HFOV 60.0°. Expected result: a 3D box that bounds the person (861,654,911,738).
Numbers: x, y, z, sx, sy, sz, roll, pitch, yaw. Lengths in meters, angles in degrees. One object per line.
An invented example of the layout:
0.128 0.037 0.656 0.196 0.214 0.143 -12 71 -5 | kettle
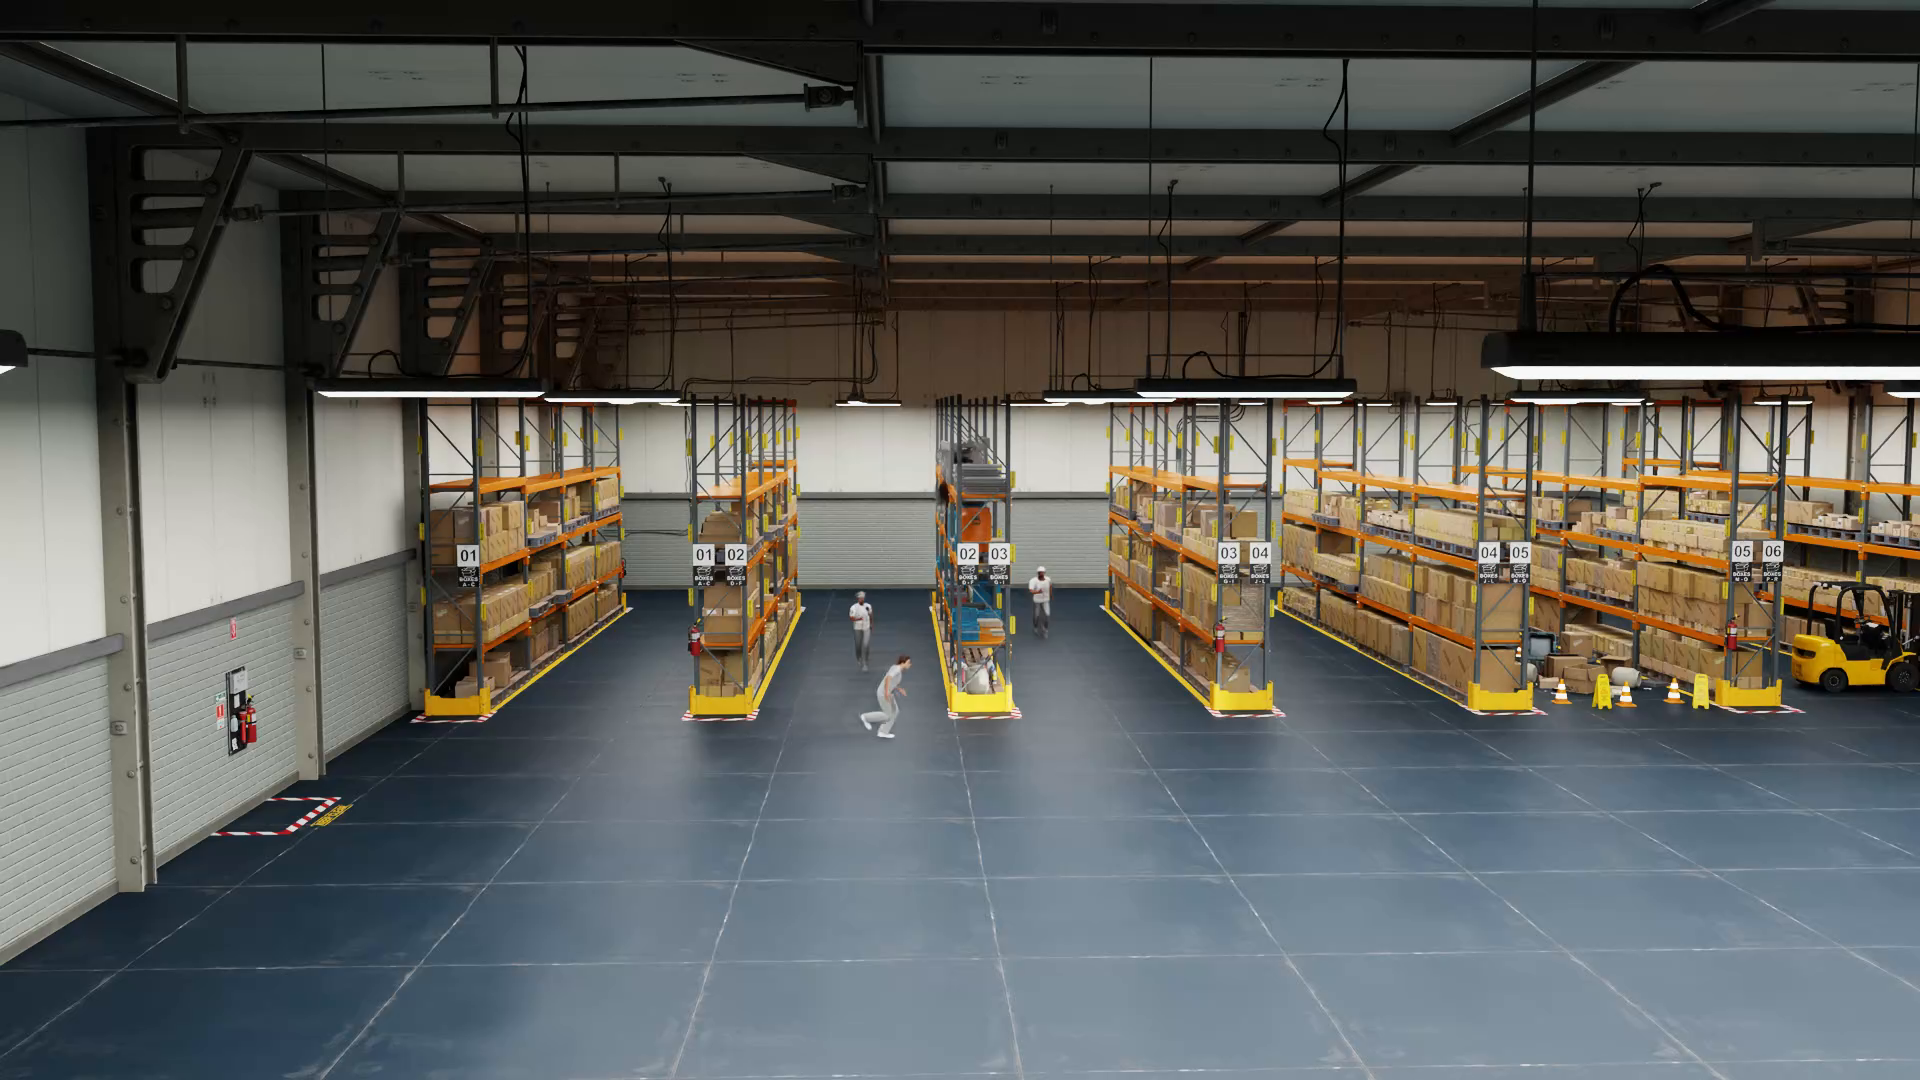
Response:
-1.297 2.726 28.949 0.887 1.469 0.574 0 5 5 | person

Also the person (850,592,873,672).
-2.166 1.992 36.575 0.530 1.742 0.843 0 5 -5 | person

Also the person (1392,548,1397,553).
13.380 0.910 50.843 0.788 1.613 0.554 -2 5 -28 | person

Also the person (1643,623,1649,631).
16.808 1.747 40.215 0.611 1.646 0.750 -1 5 -15 | person

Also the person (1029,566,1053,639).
2.022 1.563 41.676 0.654 1.824 0.848 -1 5 -13 | person
